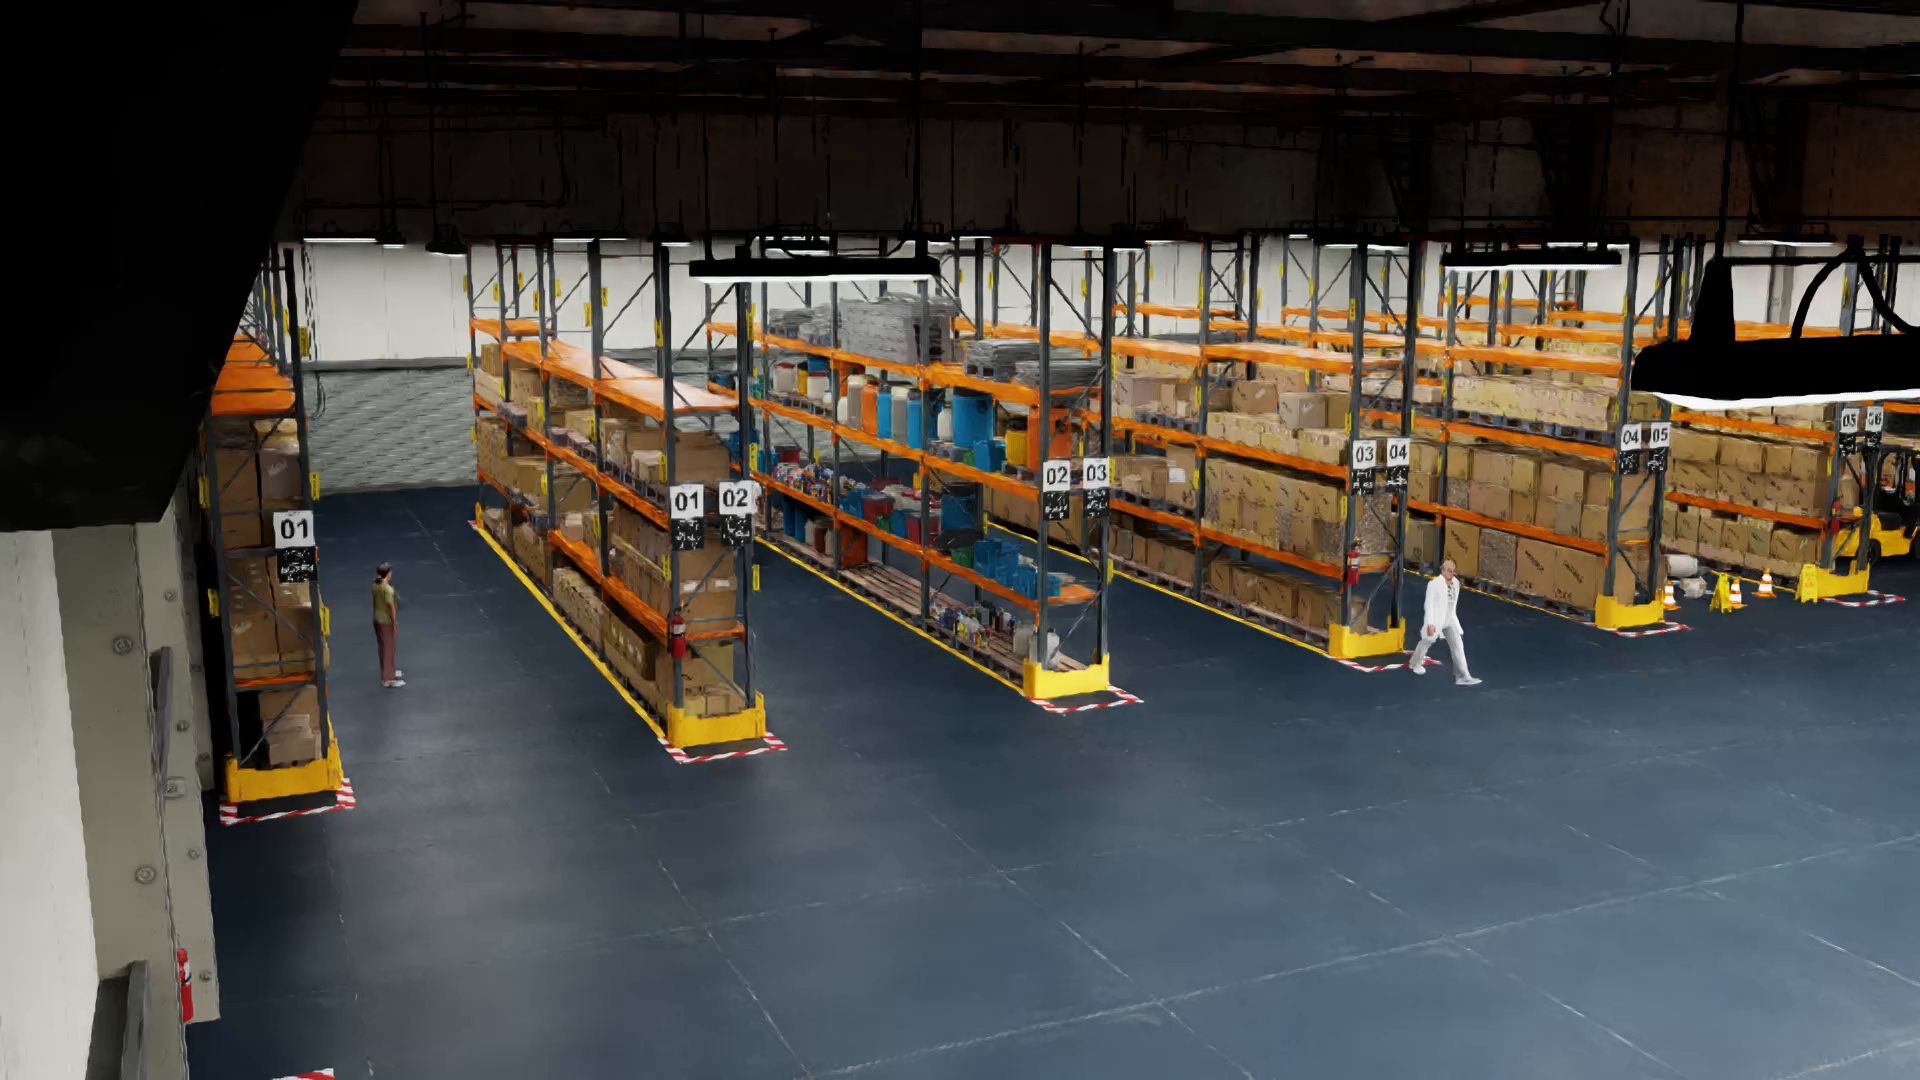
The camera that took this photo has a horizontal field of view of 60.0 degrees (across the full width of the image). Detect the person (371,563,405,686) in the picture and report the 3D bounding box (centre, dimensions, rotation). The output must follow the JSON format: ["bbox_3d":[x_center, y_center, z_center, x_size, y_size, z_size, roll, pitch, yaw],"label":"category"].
[{"bbox_3d":[-7.815,1.138,22.781,0.538,1.679,0.454,9,14,40],"label":"person"}]

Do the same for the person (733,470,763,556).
[{"bbox_3d":[-4.040,-0.515,31.328,0.719,1.713,0.561,-5,12,-25],"label":"person"}]

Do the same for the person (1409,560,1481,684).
[{"bbox_3d":[6.650,1.101,22.893,0.598,1.698,1.194,-4,12,-21],"label":"person"}]
